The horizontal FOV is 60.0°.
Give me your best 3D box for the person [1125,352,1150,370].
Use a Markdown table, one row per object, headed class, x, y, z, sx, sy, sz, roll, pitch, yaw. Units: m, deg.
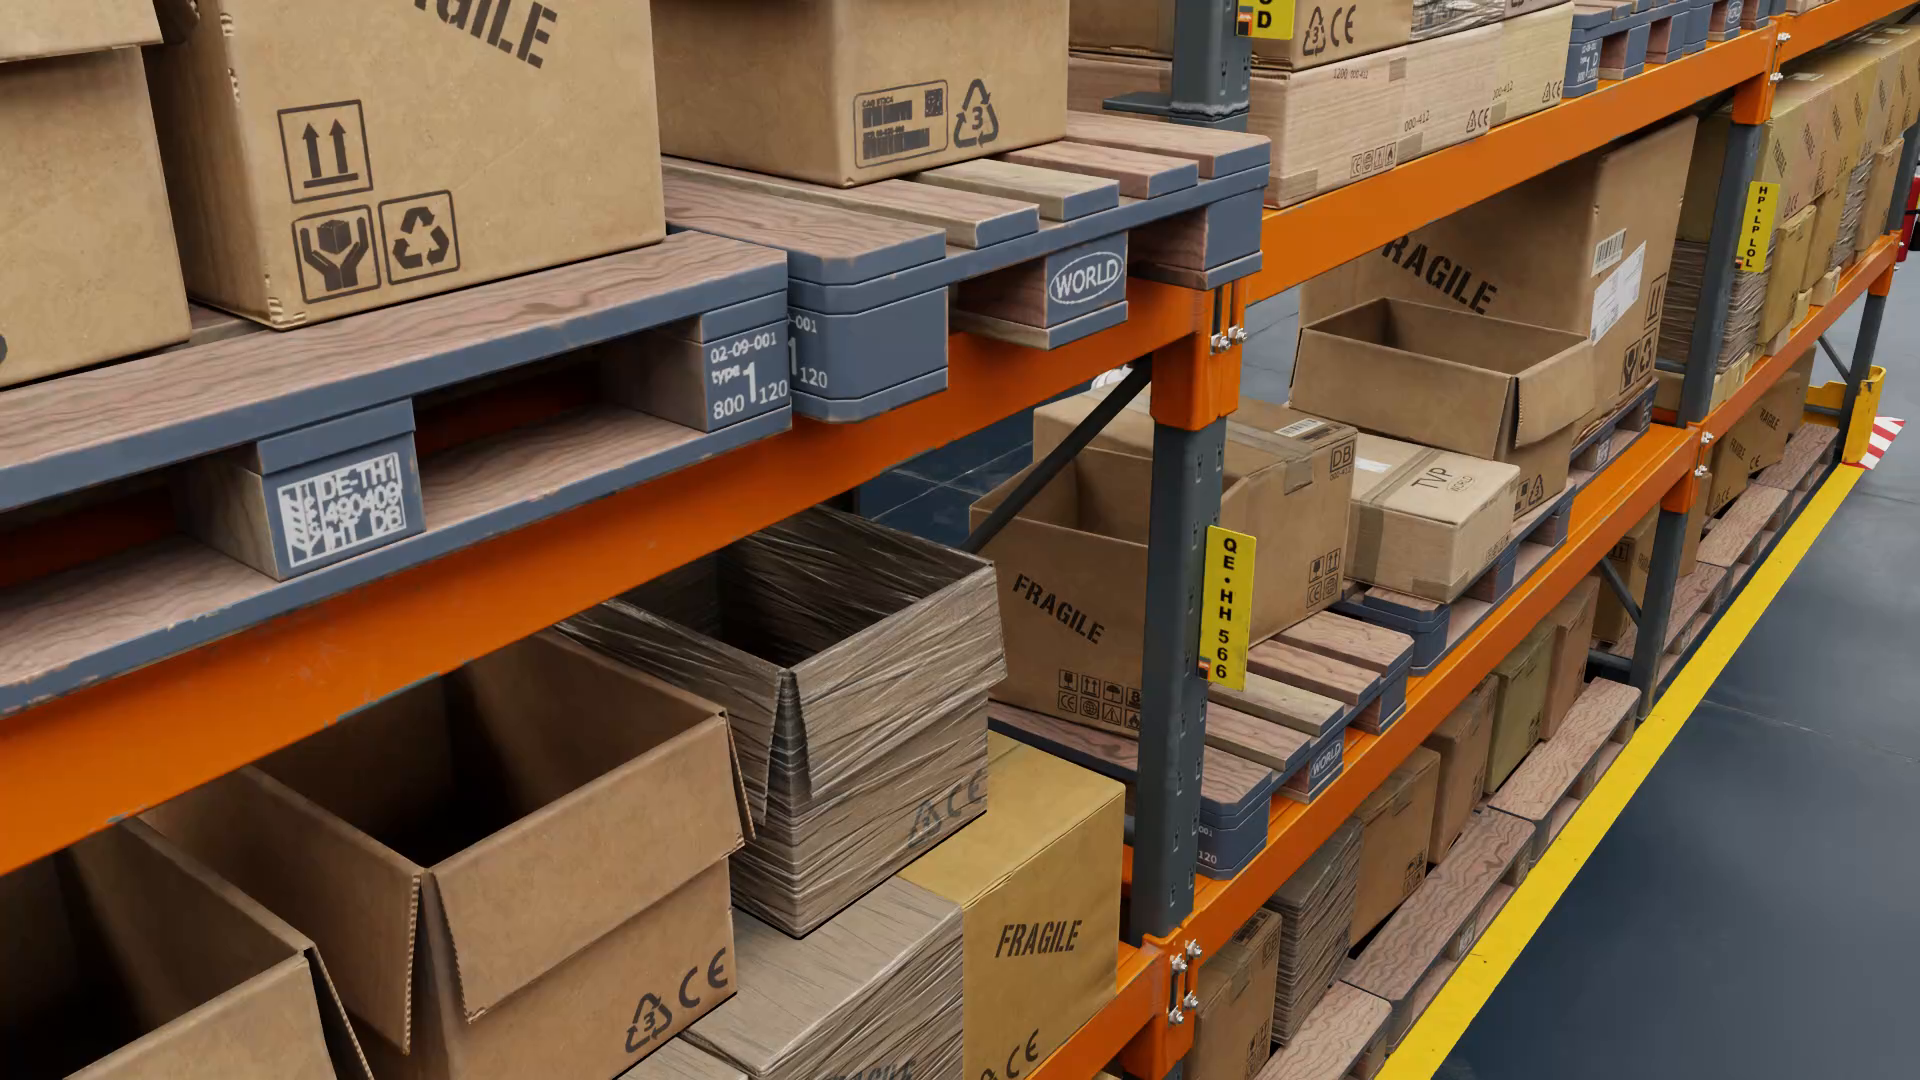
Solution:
| class | x | y | z | sx | sy | sz | roll | pitch | yaw |
| --- | --- | --- | --- | --- | --- | --- | --- | --- | --- |
| person | 0.739 | -0.146 | 6.951 | 0.436 | 1.713 | 0.350 | 18 | 29 | 35 |
